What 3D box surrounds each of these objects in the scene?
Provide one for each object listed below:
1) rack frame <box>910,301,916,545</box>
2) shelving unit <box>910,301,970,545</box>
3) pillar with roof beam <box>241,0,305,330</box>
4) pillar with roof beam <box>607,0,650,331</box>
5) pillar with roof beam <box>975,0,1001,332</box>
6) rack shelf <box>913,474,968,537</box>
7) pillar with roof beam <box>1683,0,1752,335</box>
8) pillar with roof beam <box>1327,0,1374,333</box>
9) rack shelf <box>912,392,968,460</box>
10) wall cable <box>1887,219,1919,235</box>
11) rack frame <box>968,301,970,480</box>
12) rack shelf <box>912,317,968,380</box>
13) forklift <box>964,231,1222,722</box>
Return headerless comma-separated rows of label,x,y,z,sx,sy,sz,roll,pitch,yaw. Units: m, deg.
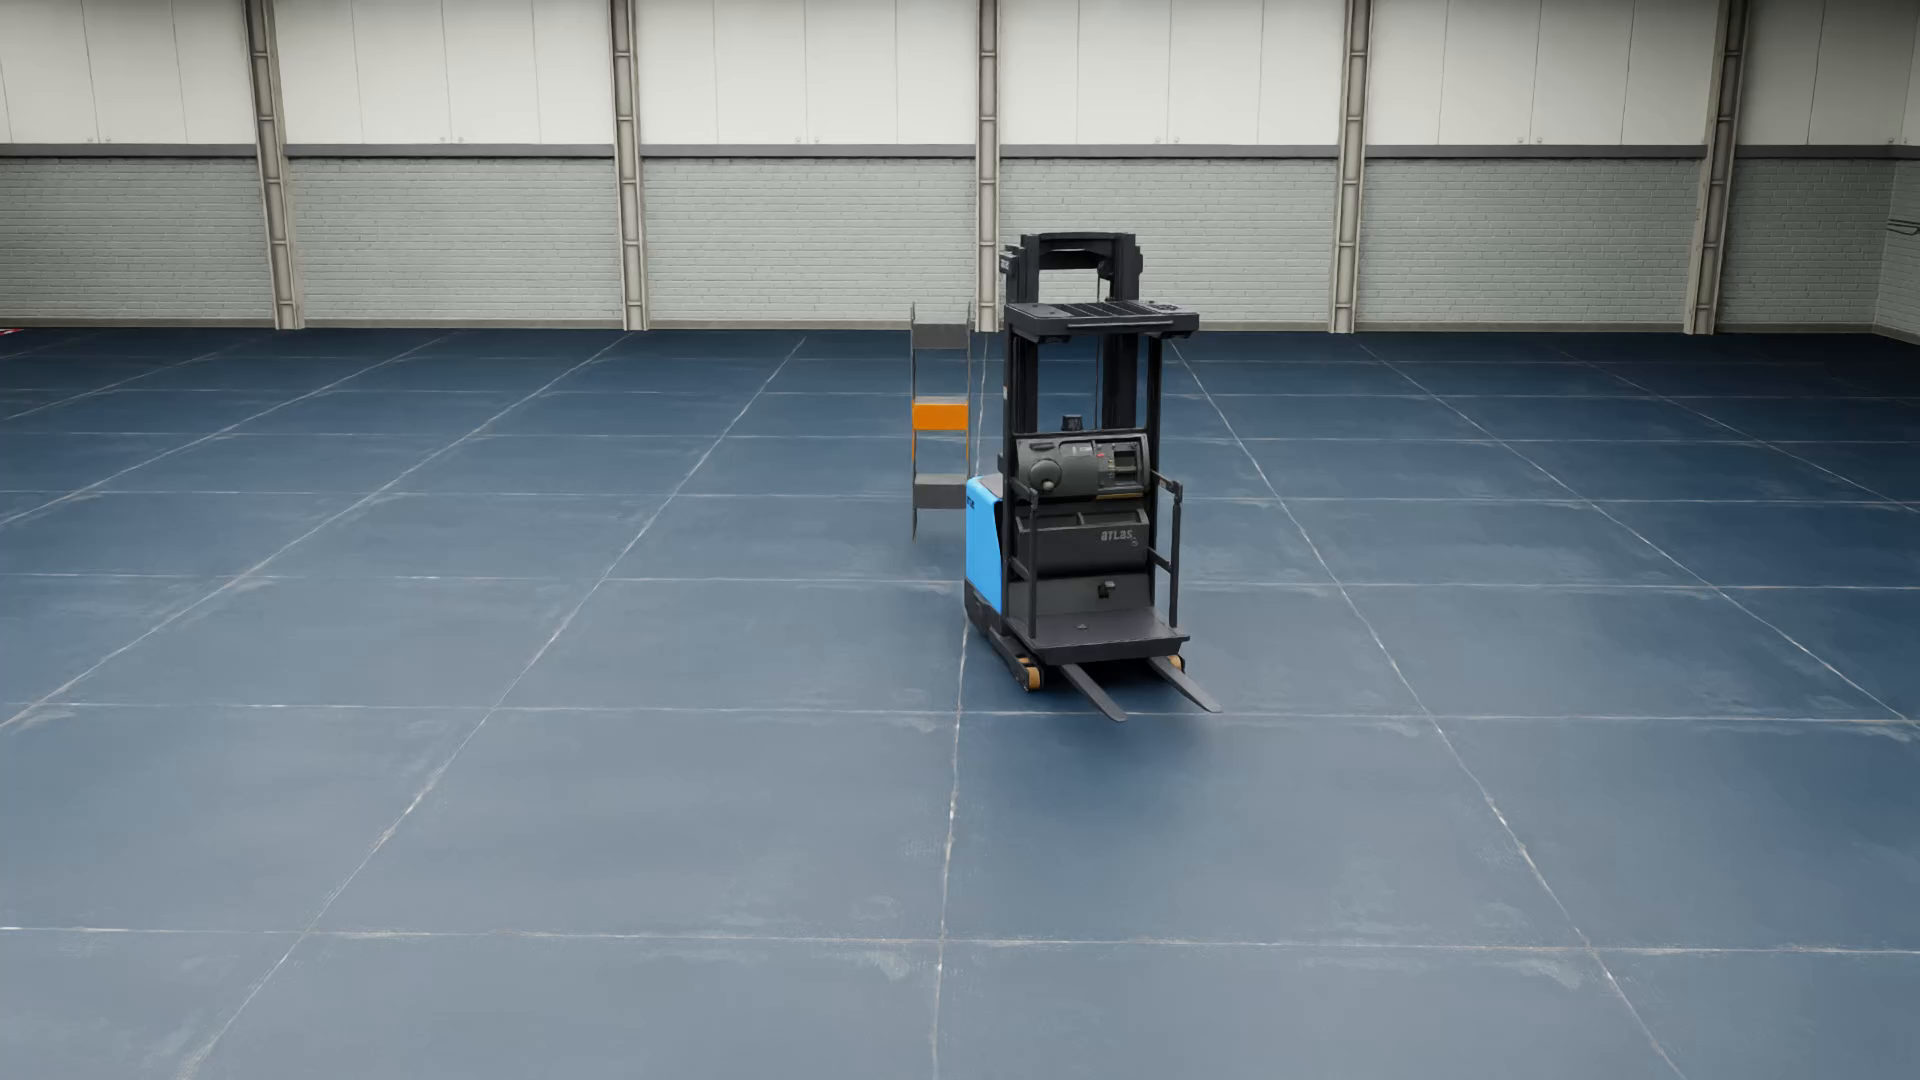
rack frame,-0.409,-1.018,14.582,0.015,2.100,0.400,0,15,1
shelving unit,-0.165,-1.016,14.576,0.503,2.100,0.431,0,15,1
pillar with roof beam,-11.646,-6.900,23.351,0.400,9.000,9.100,0,15,1
pillar with roof beam,-5.648,-6.860,23.203,0.400,9.000,9.100,0,15,1
pillar with roof beam,0.350,-6.821,23.055,0.400,9.000,9.100,0,15,1
rack shelf,-0.165,-0.326,14.758,0.480,0.518,0.431,0,15,1
pillar with roof beam,12.346,-6.743,22.759,0.400,9.000,9.100,0,15,1
pillar with roof beam,6.348,-6.782,22.907,0.400,9.000,9.100,0,15,1
rack shelf,-0.165,-1.003,14.580,0.480,0.518,0.431,0,15,1
wall cable,15.368,-5.983,25.965,0.112,2.526,3.097,0,15,1
rack frame,0.078,-1.015,14.570,0.015,2.100,0.400,0,15,1
rack shelf,-0.165,-1.680,14.401,0.480,0.518,0.431,0,15,1
forklift,0.889,-0.519,11.063,1.130,2.935,3.031,-4,15,-14
